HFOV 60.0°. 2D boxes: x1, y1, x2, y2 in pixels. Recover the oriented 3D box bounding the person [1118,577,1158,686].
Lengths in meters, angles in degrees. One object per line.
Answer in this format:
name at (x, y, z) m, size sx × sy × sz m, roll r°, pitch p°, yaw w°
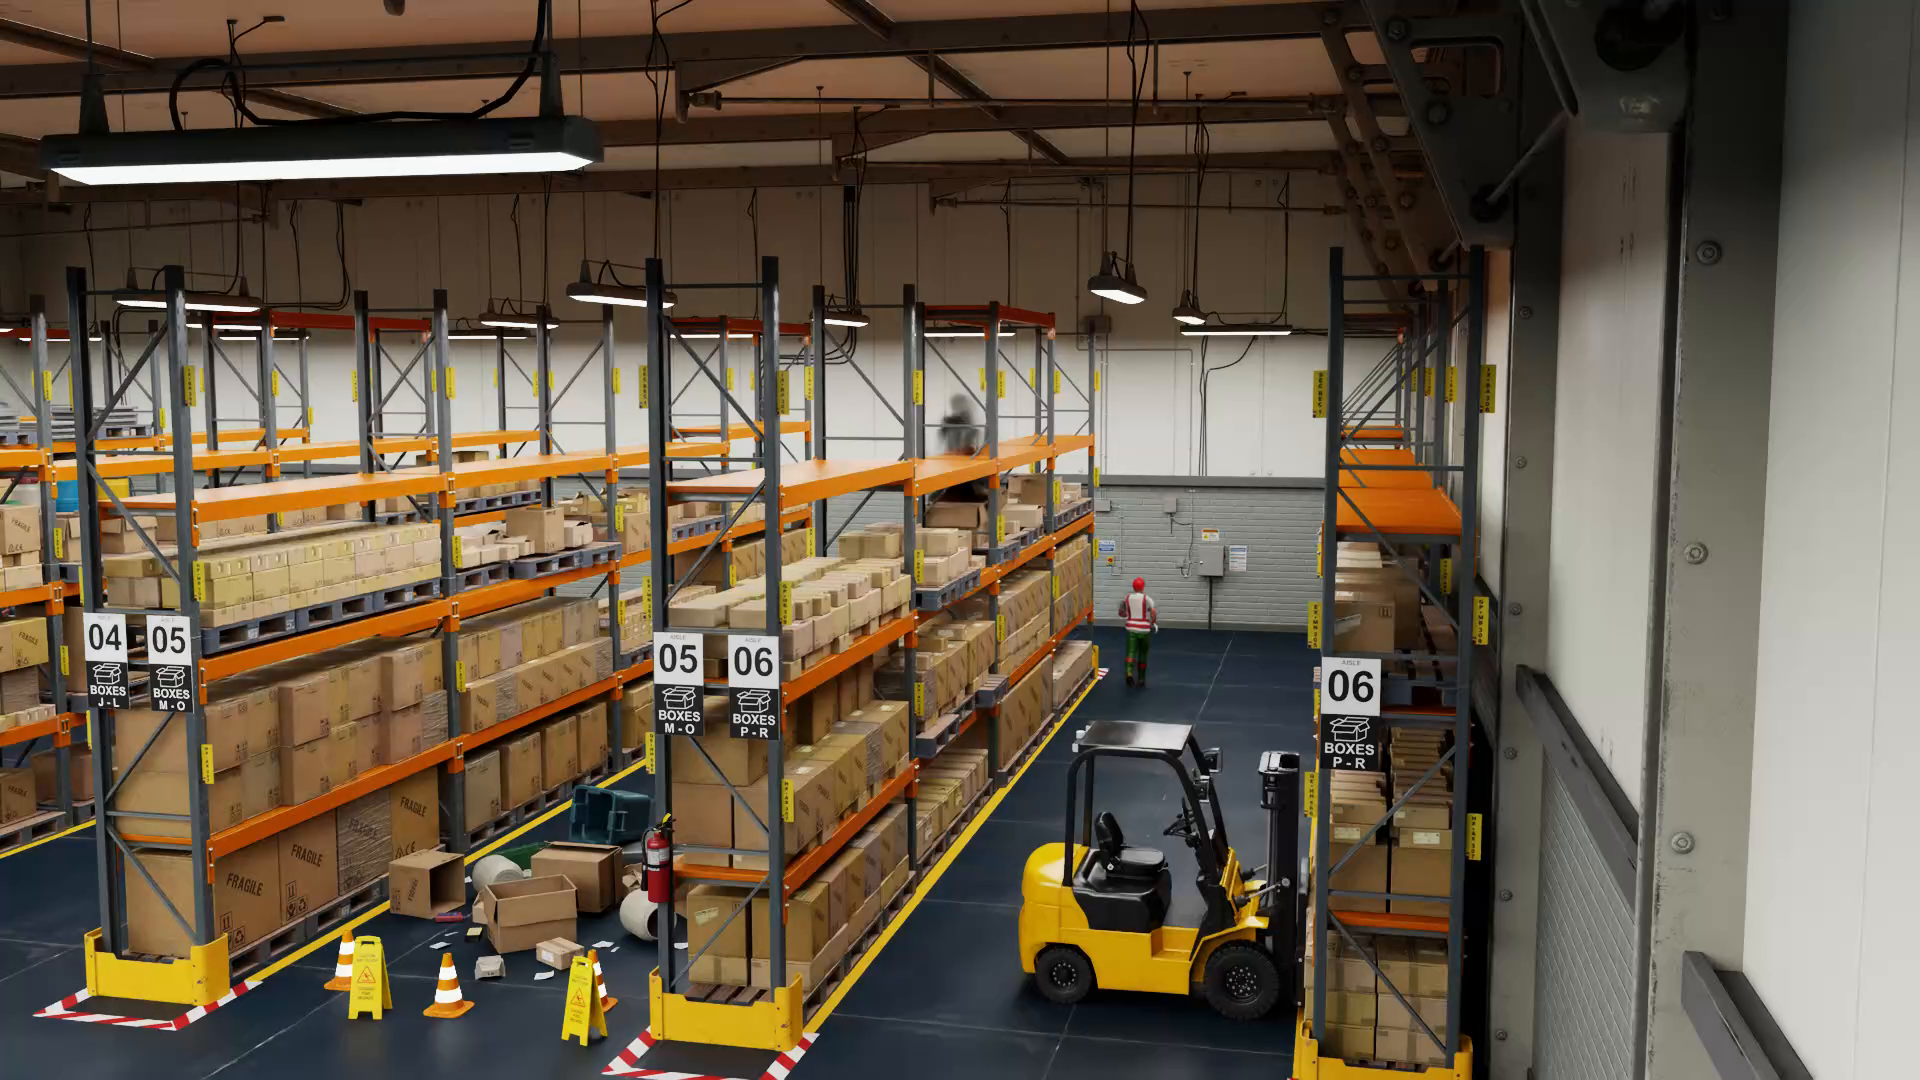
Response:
person at (2.905, 1.494, 27.176) m, size 0.675 × 1.766 × 1.019 m, roll 2°, pitch 6°, yaw 16°
